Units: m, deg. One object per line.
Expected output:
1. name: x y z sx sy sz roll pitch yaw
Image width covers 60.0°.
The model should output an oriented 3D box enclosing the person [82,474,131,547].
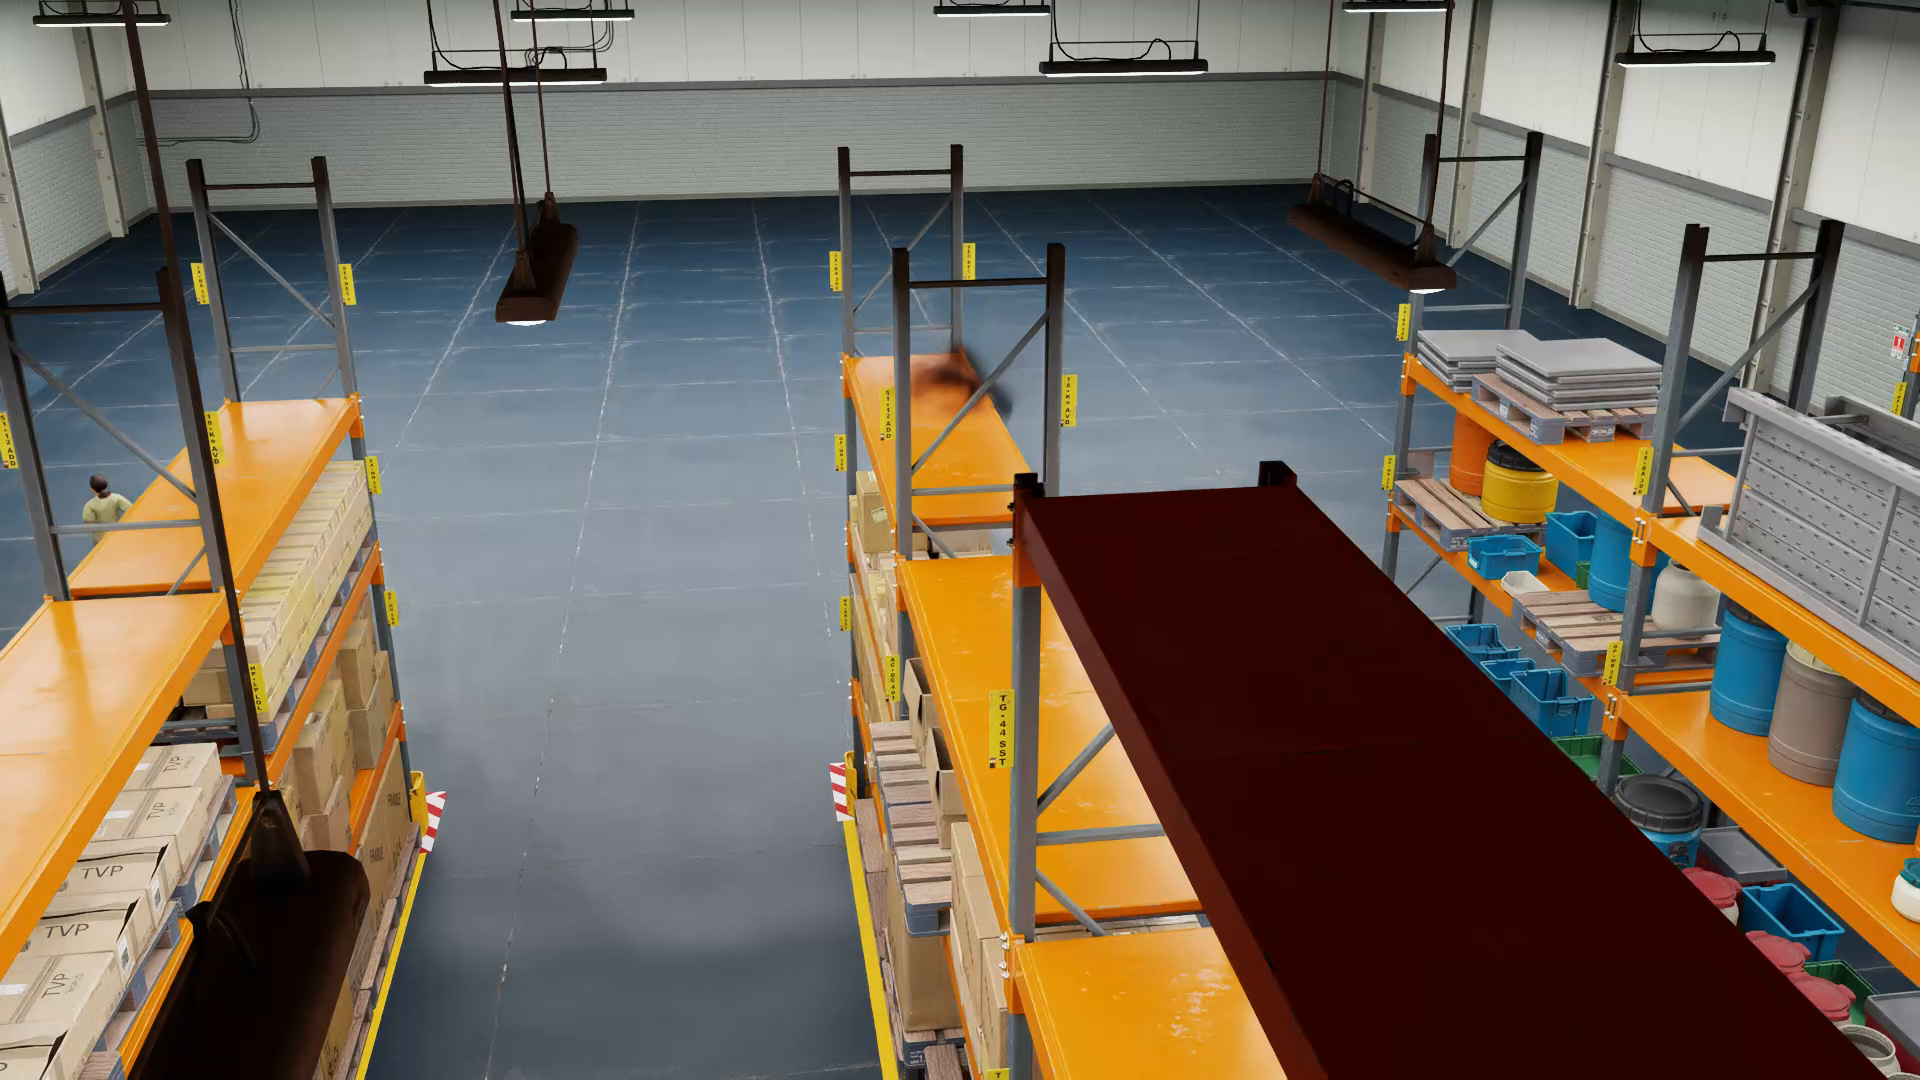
1. person: -9.975 -0.013 19.469 0.540 1.627 0.575 13 25 30
